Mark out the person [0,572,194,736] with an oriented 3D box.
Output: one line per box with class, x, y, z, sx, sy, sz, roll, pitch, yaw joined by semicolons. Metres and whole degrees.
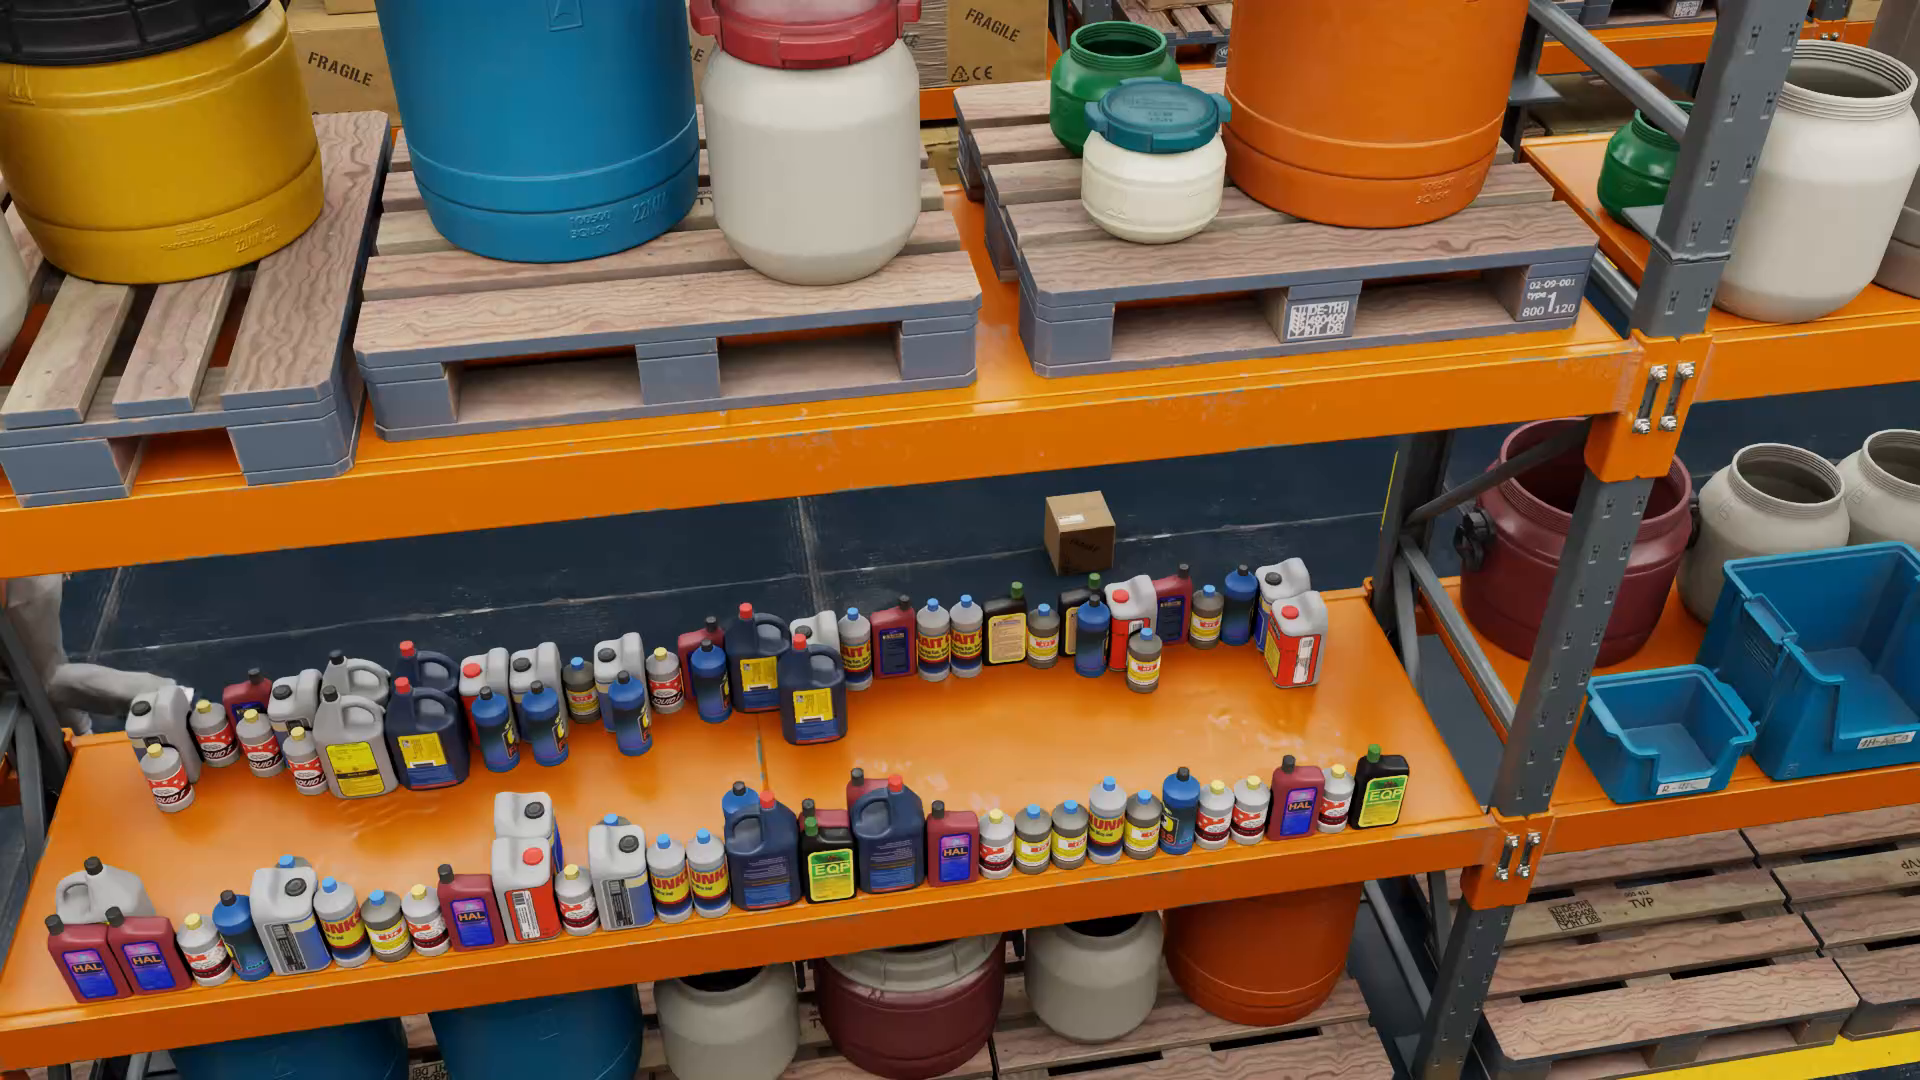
person;-3.291;0.143;5.961;0.765;1.651;0.442;-8;39;-10
